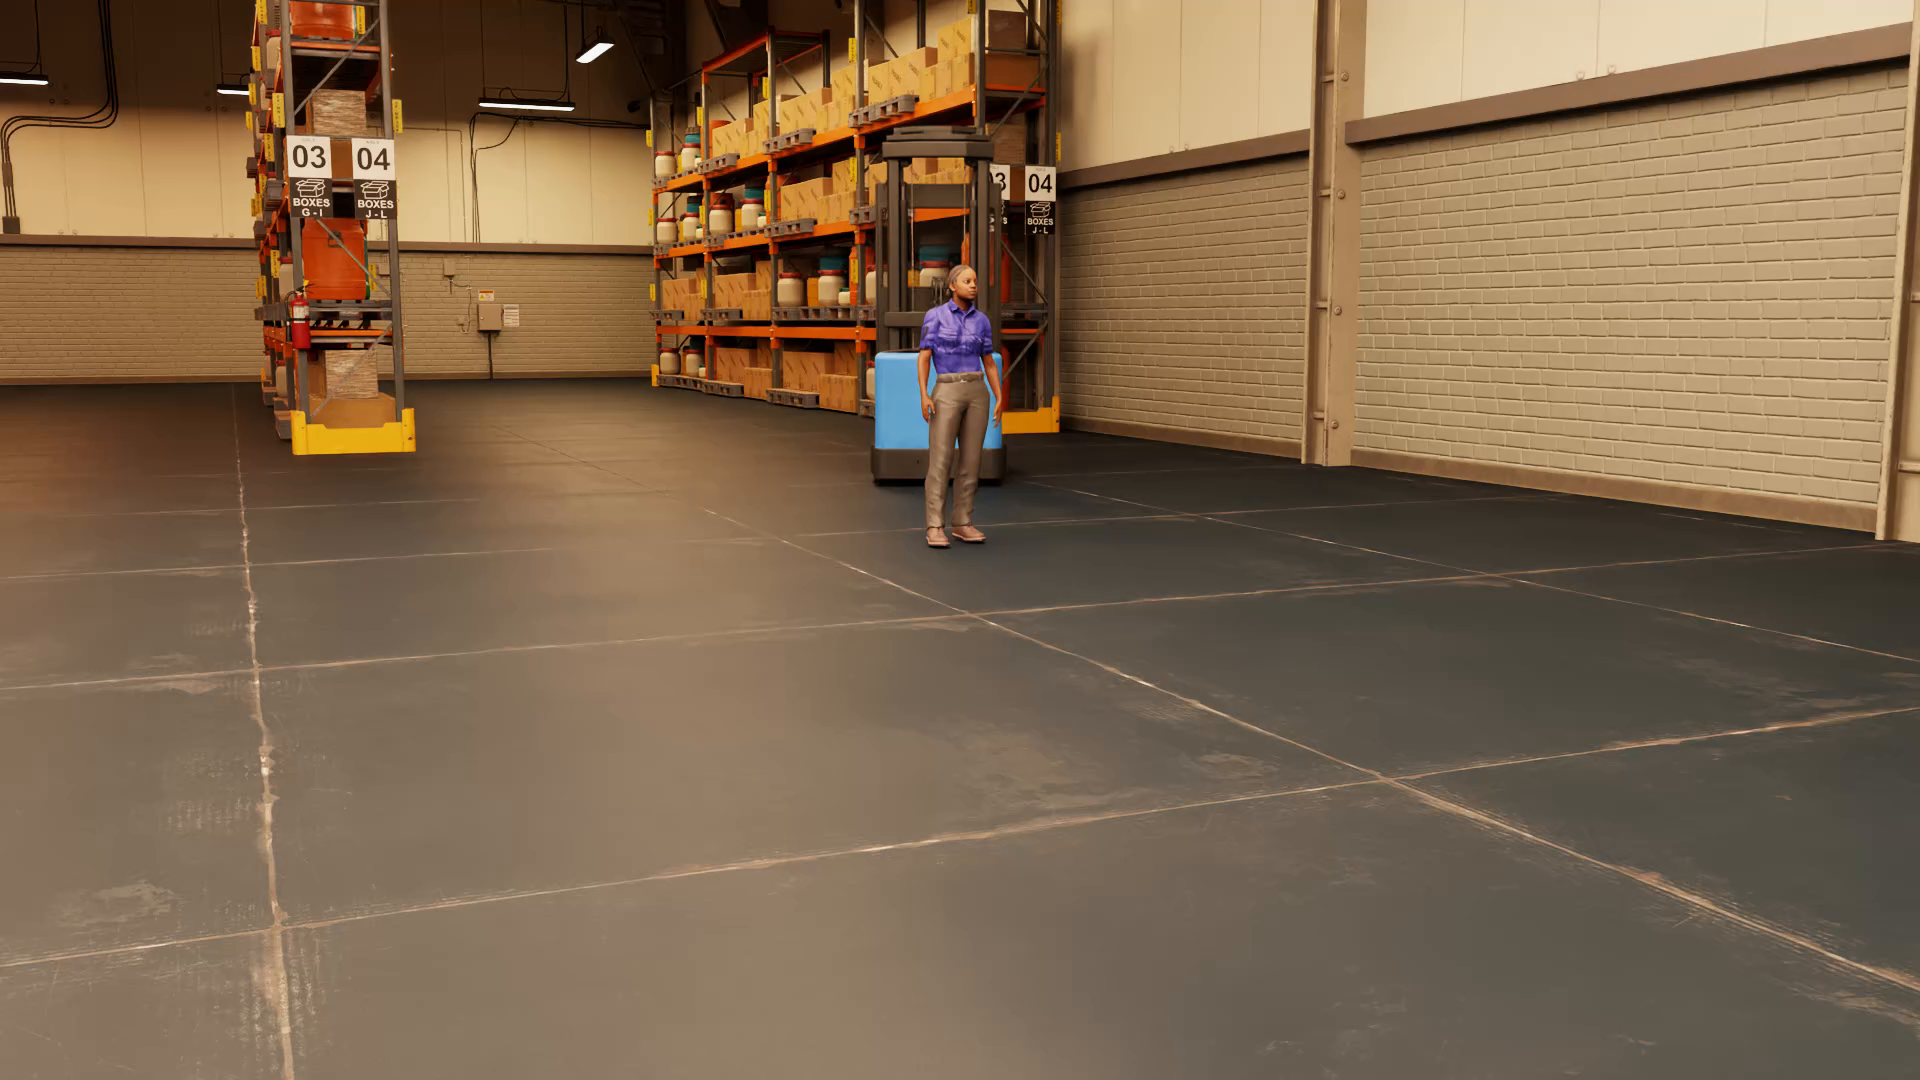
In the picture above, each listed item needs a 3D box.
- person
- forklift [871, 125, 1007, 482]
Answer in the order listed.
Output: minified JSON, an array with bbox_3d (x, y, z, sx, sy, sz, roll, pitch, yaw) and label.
[{"bbox_3d":[0.017,-0.816,9.957,0.569,1.654,0.504,-3,8,-23],"label":"person"},{"bbox_3d":[-0.189,-2.069,14.634,1.130,2.935,3.031,0,8,-1],"label":"forklift"}]
